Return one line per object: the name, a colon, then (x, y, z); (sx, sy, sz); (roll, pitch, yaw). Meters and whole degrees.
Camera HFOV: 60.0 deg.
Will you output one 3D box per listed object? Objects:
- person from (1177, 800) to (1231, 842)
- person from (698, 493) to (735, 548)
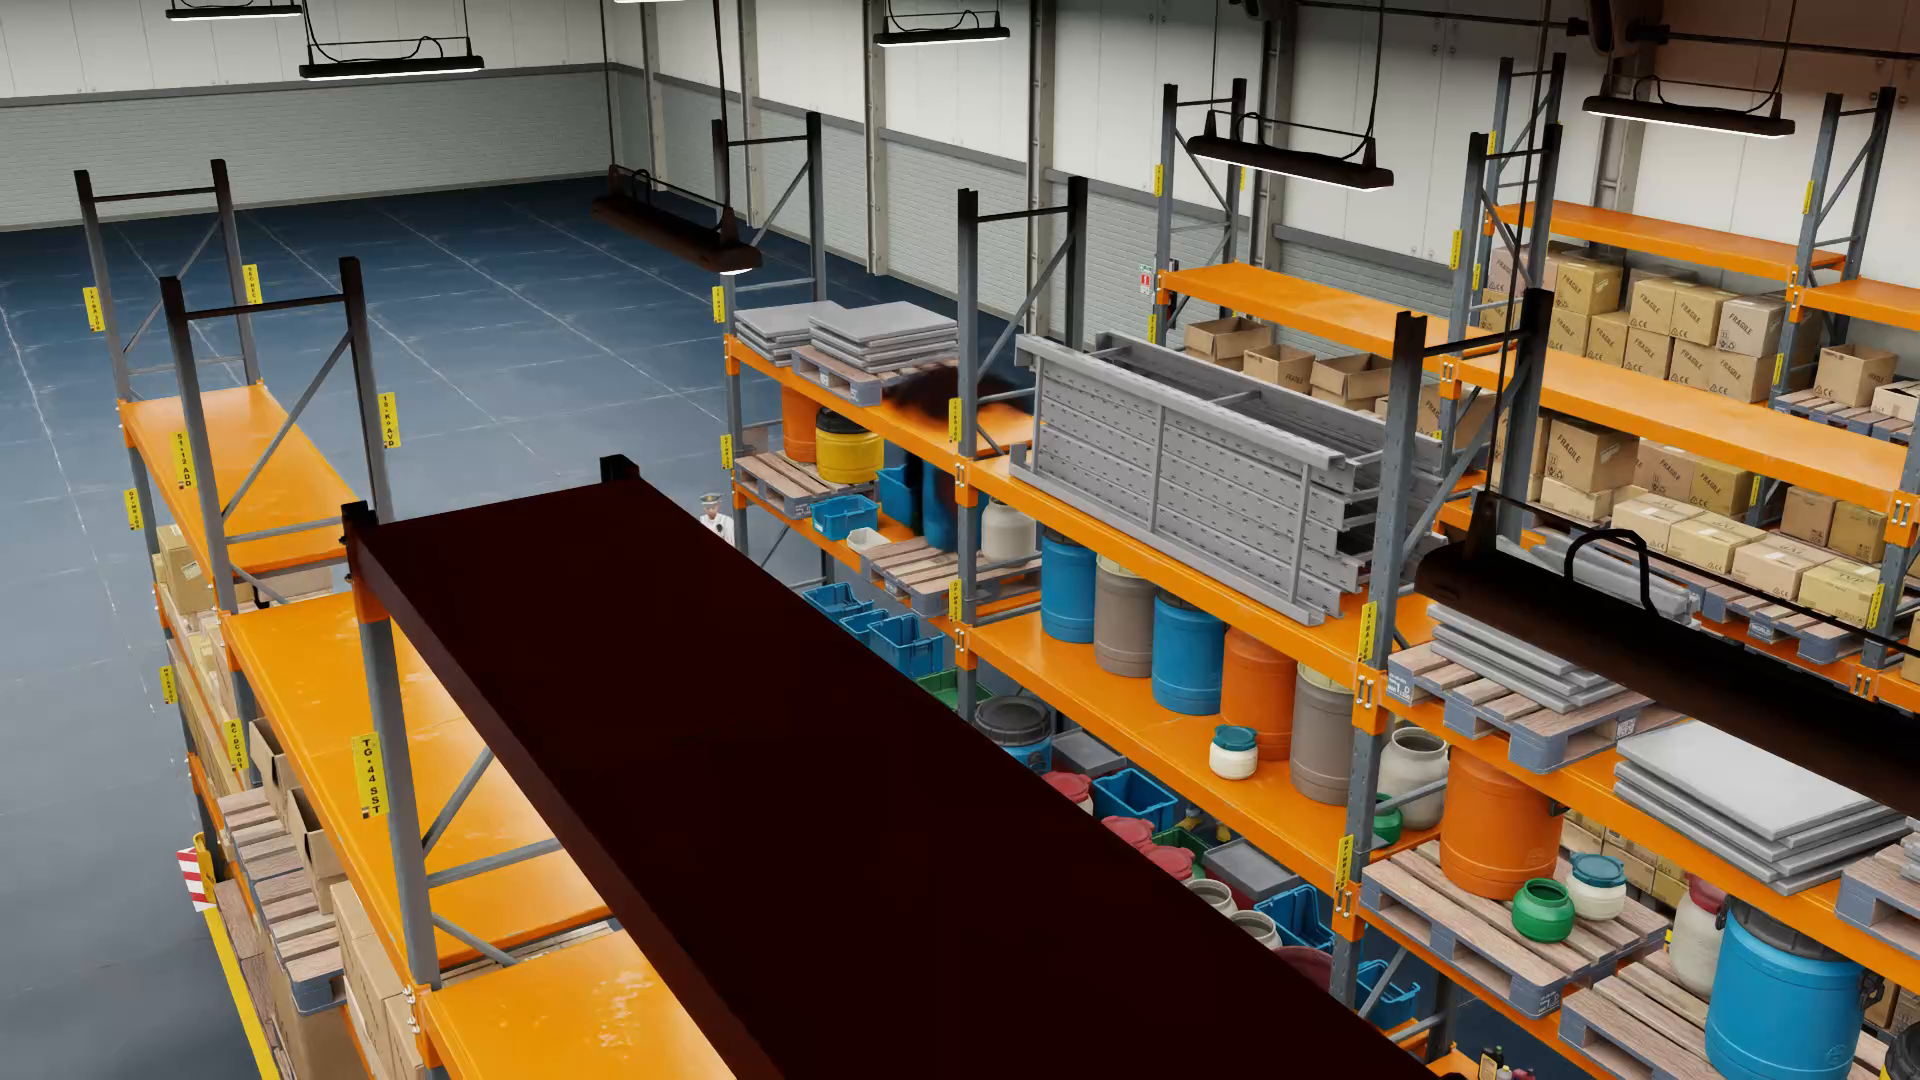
person: (2.194, 1.781, 14.569); (0.461, 1.779, 0.637); (-15, 27, -34)
person: (-2.683, 0.271, 18.460); (0.522, 1.694, 0.336); (9, 24, 21)
